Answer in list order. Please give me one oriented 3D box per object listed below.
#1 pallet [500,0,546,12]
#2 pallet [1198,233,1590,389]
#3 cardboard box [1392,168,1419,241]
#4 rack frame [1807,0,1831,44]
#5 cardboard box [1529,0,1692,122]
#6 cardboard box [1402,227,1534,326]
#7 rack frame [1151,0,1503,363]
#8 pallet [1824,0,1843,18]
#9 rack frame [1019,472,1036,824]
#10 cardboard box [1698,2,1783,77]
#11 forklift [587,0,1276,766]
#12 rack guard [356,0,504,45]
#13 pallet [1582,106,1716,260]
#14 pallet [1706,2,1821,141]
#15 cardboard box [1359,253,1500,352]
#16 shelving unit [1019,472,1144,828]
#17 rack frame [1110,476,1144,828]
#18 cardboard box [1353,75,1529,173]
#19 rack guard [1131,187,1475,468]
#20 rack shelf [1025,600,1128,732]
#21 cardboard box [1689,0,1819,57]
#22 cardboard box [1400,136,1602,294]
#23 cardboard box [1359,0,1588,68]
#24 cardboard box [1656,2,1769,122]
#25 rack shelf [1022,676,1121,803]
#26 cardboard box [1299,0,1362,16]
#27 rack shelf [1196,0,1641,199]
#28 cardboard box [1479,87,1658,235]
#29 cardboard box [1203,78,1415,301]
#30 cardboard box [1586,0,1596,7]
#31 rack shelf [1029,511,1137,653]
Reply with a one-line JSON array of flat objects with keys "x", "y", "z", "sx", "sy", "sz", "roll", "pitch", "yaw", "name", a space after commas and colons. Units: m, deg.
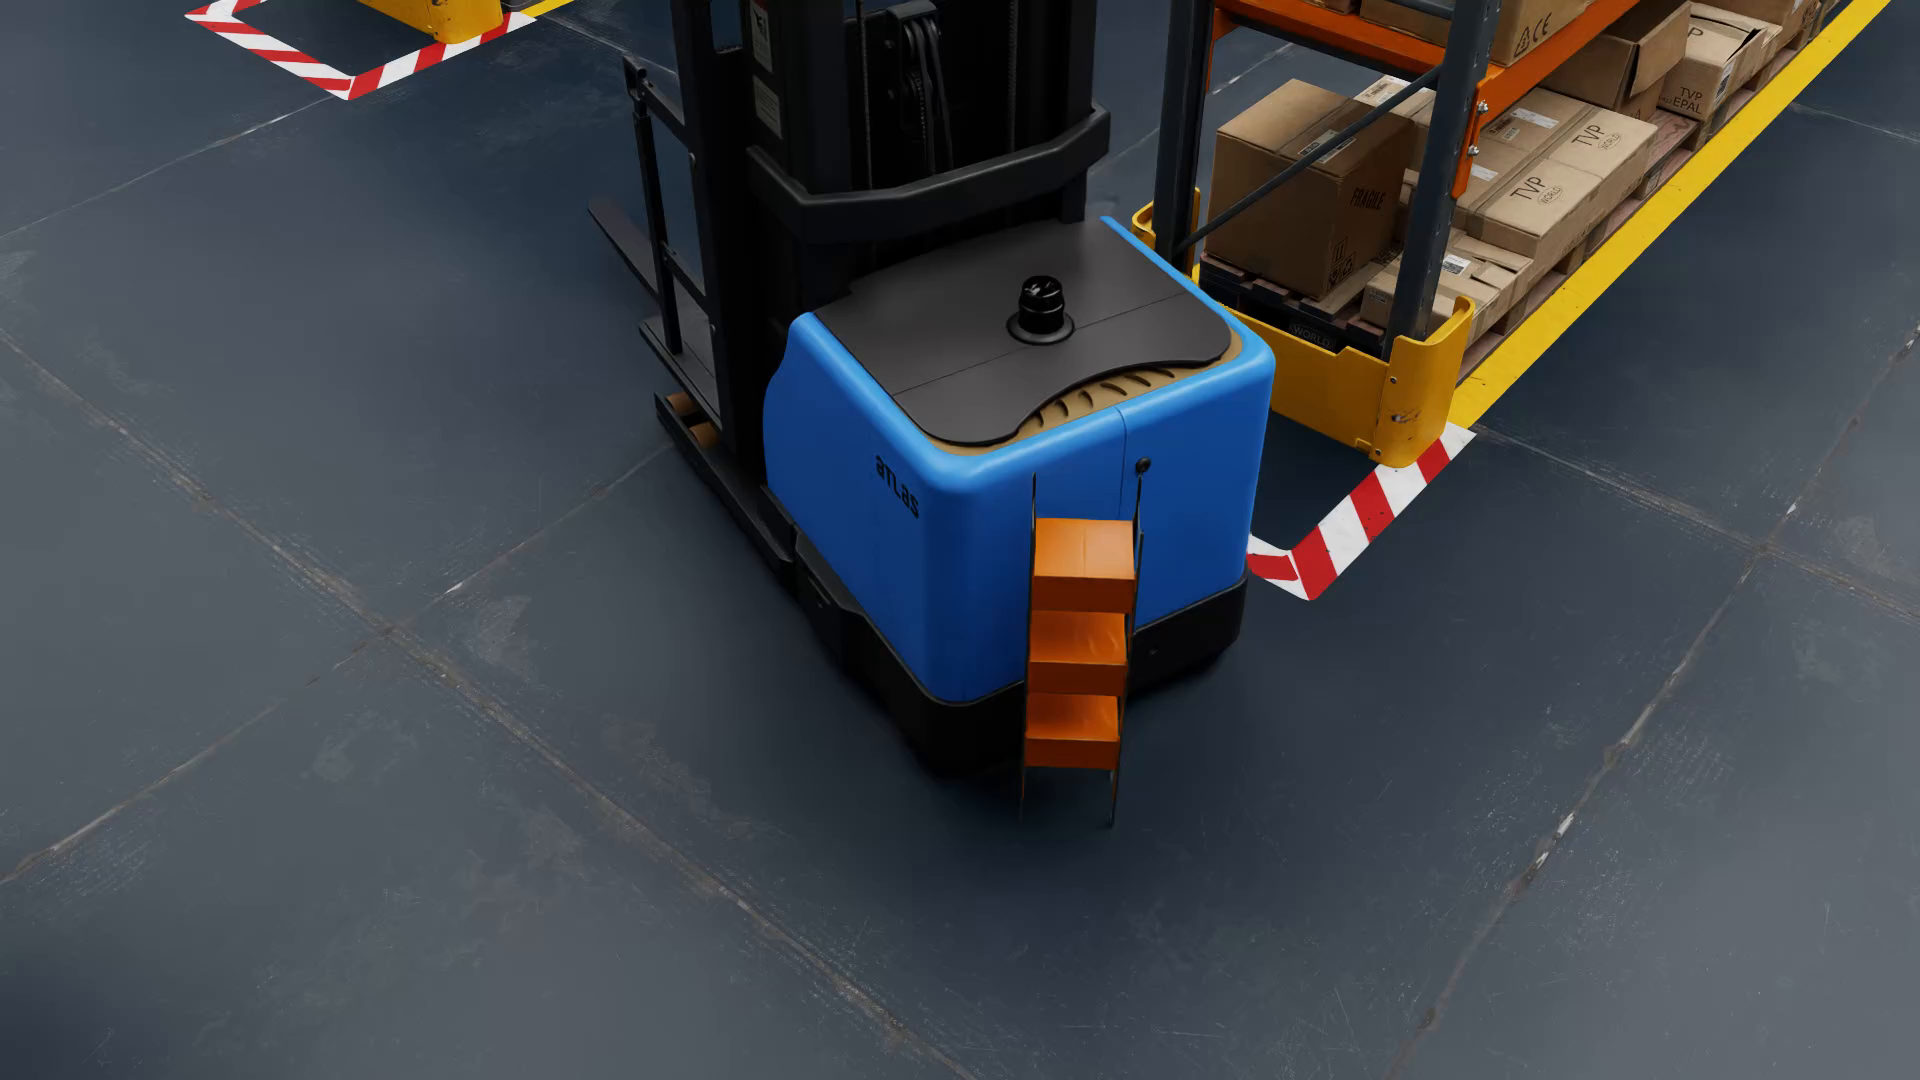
[{"x": -2.154, "y": -3.154, "z": 8.562, "sx": 1.003, "sy": 0.211, "sz": 1.213, "roll": 29, "pitch": 50, "yaw": 28, "name": "pallet"}, {"x": 1.636, "y": -1.050, "z": 6.248, "sx": 1.003, "sy": 0.211, "sz": 1.213, "roll": 29, "pitch": 50, "yaw": 28, "name": "pallet"}, {"x": 1.565, "y": -1.302, "z": 6.231, "sx": 0.380, "sy": 0.166, "sz": 0.250, "roll": 29, "pitch": 50, "yaw": 28, "name": "cardboard box"}, {"x": 3.649, "y": -3.691, "z": 7.080, "sx": 1.000, "sy": 3.000, "sz": 0.127, "roll": 29, "pitch": 50, "yaw": 28, "name": "rack frame"}, {"x": 2.443, "y": -1.961, "z": 6.705, "sx": 0.797, "sy": 0.503, "sz": 0.637, "roll": 29, "pitch": 50, "yaw": 28, "name": "cardboard box"}, {"x": 1.768, "y": -0.941, "z": 5.835, "sx": 0.380, "sy": 0.166, "sz": 0.250, "roll": 29, "pitch": 50, "yaw": 28, "name": "cardboard box"}, {"x": 1.074, "y": -1.631, "z": 4.815, "sx": 1.000, "sy": 3.000, "sz": 0.127, "roll": 29, "pitch": 50, "yaw": 28, "name": "rack frame"}, {"x": 4.143, "y": -3.095, "z": 8.497, "sx": 1.003, "sy": 0.211, "sz": 1.213, "roll": 29, "pitch": 50, "yaw": 28, "name": "pallet"}, {"x": 0.167, "y": 0.298, "z": 4.140, "sx": 0.008, "sy": 1.050, "sz": 0.200, "roll": 2, "pitch": 42, "yaw": 2, "name": "rack frame"}, {"x": 3.304, "y": -2.164, "z": 7.192, "sx": 0.380, "sy": 0.149, "sz": 0.250, "roll": 29, "pitch": 50, "yaw": 28, "name": "cardboard box"}, {"x": -0.365, "y": -1.452, "z": 4.669, "sx": 1.130, "sy": 2.935, "sz": 3.031, "roll": -22, "pitch": 47, "yaw": -22, "name": "forklift"}, {"x": -2.720, "y": -2.835, "z": 7.996, "sx": 1.175, "sy": 0.500, "sz": 0.348, "roll": 29, "pitch": 50, "yaw": 28, "name": "rack guard"}, {"x": 2.421, "y": -1.675, "z": 6.936, "sx": 1.003, "sy": 0.211, "sz": 1.213, "roll": 29, "pitch": 50, "yaw": 28, "name": "pallet"}, {"x": 3.206, "y": -2.306, "z": 7.629, "sx": 1.003, "sy": 0.211, "sz": 1.213, "roll": 29, "pitch": 50, "yaw": 28, "name": "pallet"}, {"x": 1.607, "y": -0.806, "z": 5.699, "sx": 0.380, "sy": 0.149, "sz": 0.250, "roll": 29, "pitch": 50, "yaw": 28, "name": "cardboard box"}, {"x": 0.289, "y": 0.303, "z": 4.136, "sx": 0.252, "sy": 1.050, "sz": 0.215, "roll": 2, "pitch": 42, "yaw": 2, "name": "shelving unit"}, {"x": 0.410, "y": 0.308, "z": 4.131, "sx": 0.008, "sy": 1.050, "sz": 0.200, "roll": 2, "pitch": 42, "yaw": 2, "name": "rack frame"}, {"x": 1.870, "y": -1.640, "z": 6.541, "sx": 0.500, "sy": 0.250, "sz": 0.500, "roll": 29, "pitch": 50, "yaw": 28, "name": "cardboard box"}, {"x": 1.123, "y": -0.746, "z": 5.699, "sx": 1.175, "sy": 0.500, "sz": 0.348, "roll": 29, "pitch": 50, "yaw": 28, "name": "rack guard"}, {"x": 0.289, "y": 0.311, "z": 4.143, "sx": 0.240, "sy": 0.259, "sz": 0.215, "roll": 2, "pitch": 42, "yaw": 2, "name": "rack shelf"}, {"x": 3.499, "y": -2.513, "z": 7.315, "sx": 0.500, "sy": 0.500, "sz": 0.500, "roll": 29, "pitch": 50, "yaw": 28, "name": "cardboard box"}, {"x": 1.963, "y": -1.192, "z": 6.048, "sx": 0.500, "sy": 0.250, "sz": 0.500, "roll": 29, "pitch": 50, "yaw": 28, "name": "cardboard box"}, {"x": 1.562, "y": -1.783, "z": 4.907, "sx": 0.500, "sy": 0.500, "sz": 0.500, "roll": 31, "pitch": 50, "yaw": 29, "name": "cardboard box"}, {"x": 3.016, "y": -2.057, "z": 6.954, "sx": 0.500, "sy": 0.311, "sz": 0.500, "roll": 29, "pitch": 50, "yaw": 28, "name": "cardboard box"}, {"x": 0.288, "y": 0.517, "z": 4.329, "sx": 0.240, "sy": 0.259, "sz": 0.215, "roll": 2, "pitch": 42, "yaw": 2, "name": "rack shelf"}, {"x": 1.154, "y": -2.017, "z": 5.164, "sx": 0.500, "sy": 0.500, "sz": 0.500, "roll": 31, "pitch": 51, "yaw": 30, "name": "cardboard box"}, {"x": 2.361, "y": -2.395, "z": 6.189, "sx": 1.077, "sy": 0.370, "sz": 4.000, "roll": 29, "pitch": 50, "yaw": 28, "name": "rack shelf"}, {"x": 2.285, "y": -1.449, "z": 6.331, "sx": 0.500, "sy": 0.250, "sz": 0.500, "roll": 29, "pitch": 50, "yaw": 28, "name": "cardboard box"}, {"x": 1.236, "y": -1.256, "z": 5.933, "sx": 0.500, "sy": 0.500, "sz": 0.500, "roll": 29, "pitch": 50, "yaw": 28, "name": "cardboard box"}, {"x": 1.890, "y": -2.051, "z": 5.201, "sx": 0.500, "sy": 0.500, "sz": 0.500, "roll": 29, "pitch": 50, "yaw": 28, "name": "cardboard box"}, {"x": 0.289, "y": 0.101, "z": 3.952, "sx": 0.240, "sy": 0.259, "sz": 0.215, "roll": 2, "pitch": 42, "yaw": 2, "name": "rack shelf"}]
